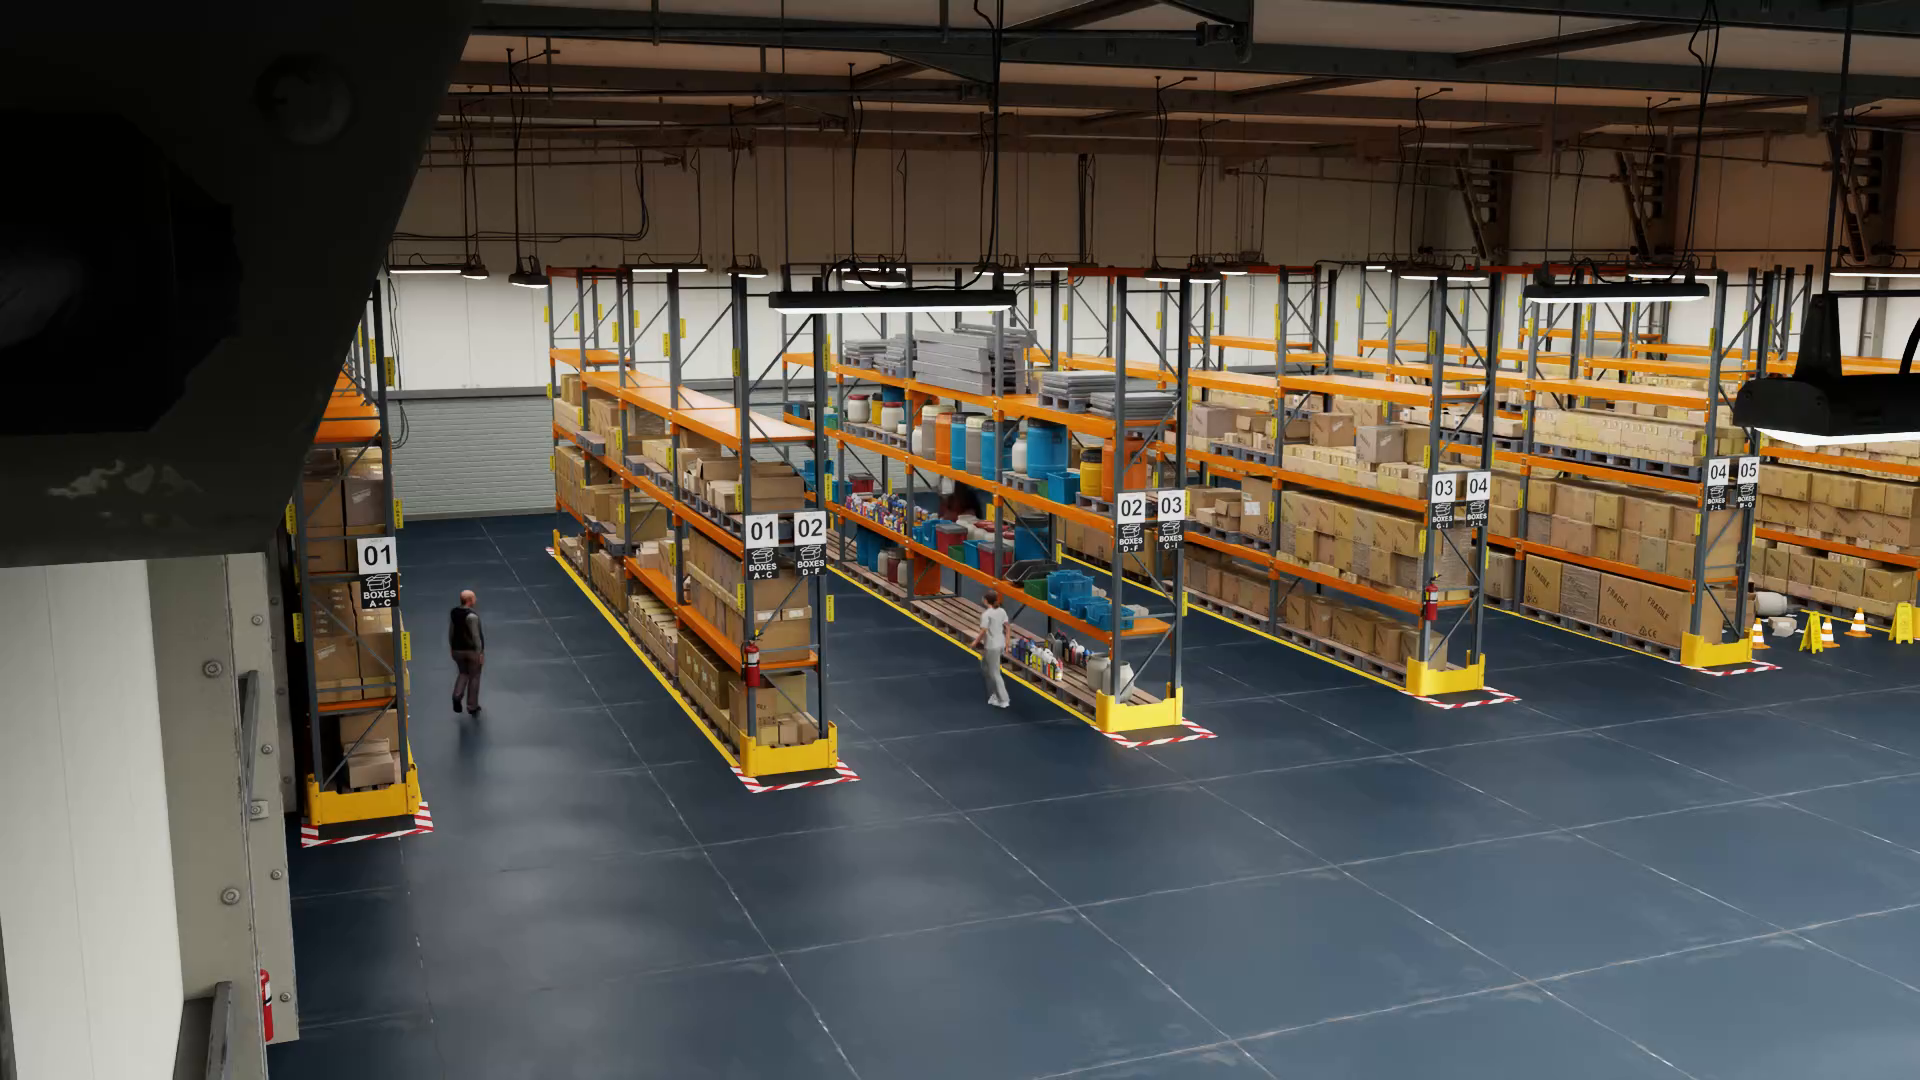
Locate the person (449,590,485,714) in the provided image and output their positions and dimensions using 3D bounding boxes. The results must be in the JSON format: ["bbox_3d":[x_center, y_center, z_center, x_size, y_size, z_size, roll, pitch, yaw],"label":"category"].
[{"bbox_3d":[-6.784,1.533,22.809,0.531,1.716,0.481,2,10,13],"label":"person"}]

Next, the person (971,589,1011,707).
[{"bbox_3d":[0.445,1.535,23.289,0.592,1.708,0.499,6,12,32],"label":"person"}]

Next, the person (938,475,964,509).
[{"bbox_3d":[-0.200,-1.049,37.701,0.567,1.739,1.001,-2,10,-9],"label":"person"}]
